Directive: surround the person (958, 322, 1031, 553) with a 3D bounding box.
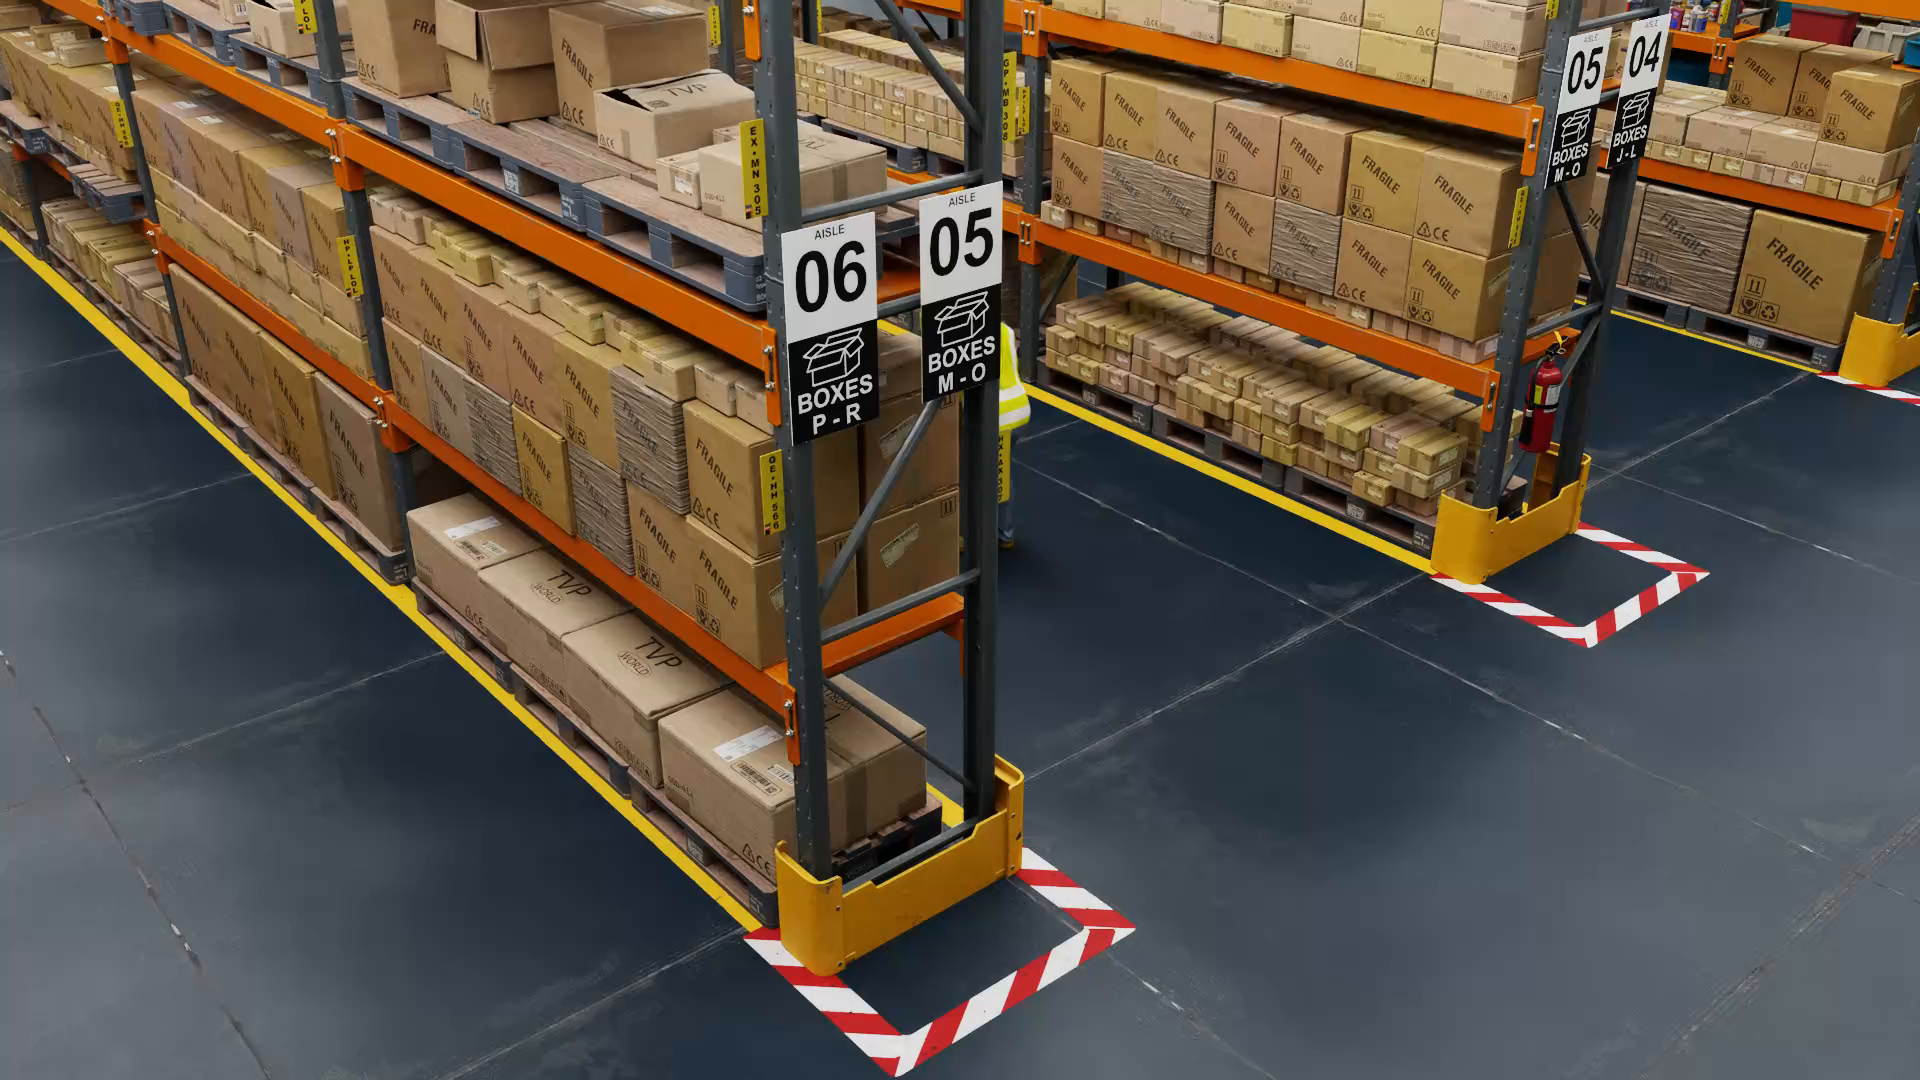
[{"bbox_3d":[0.106,-0.728,10.016,0.498,1.717,0.616,-23,35,-36],"label":"person"}]
